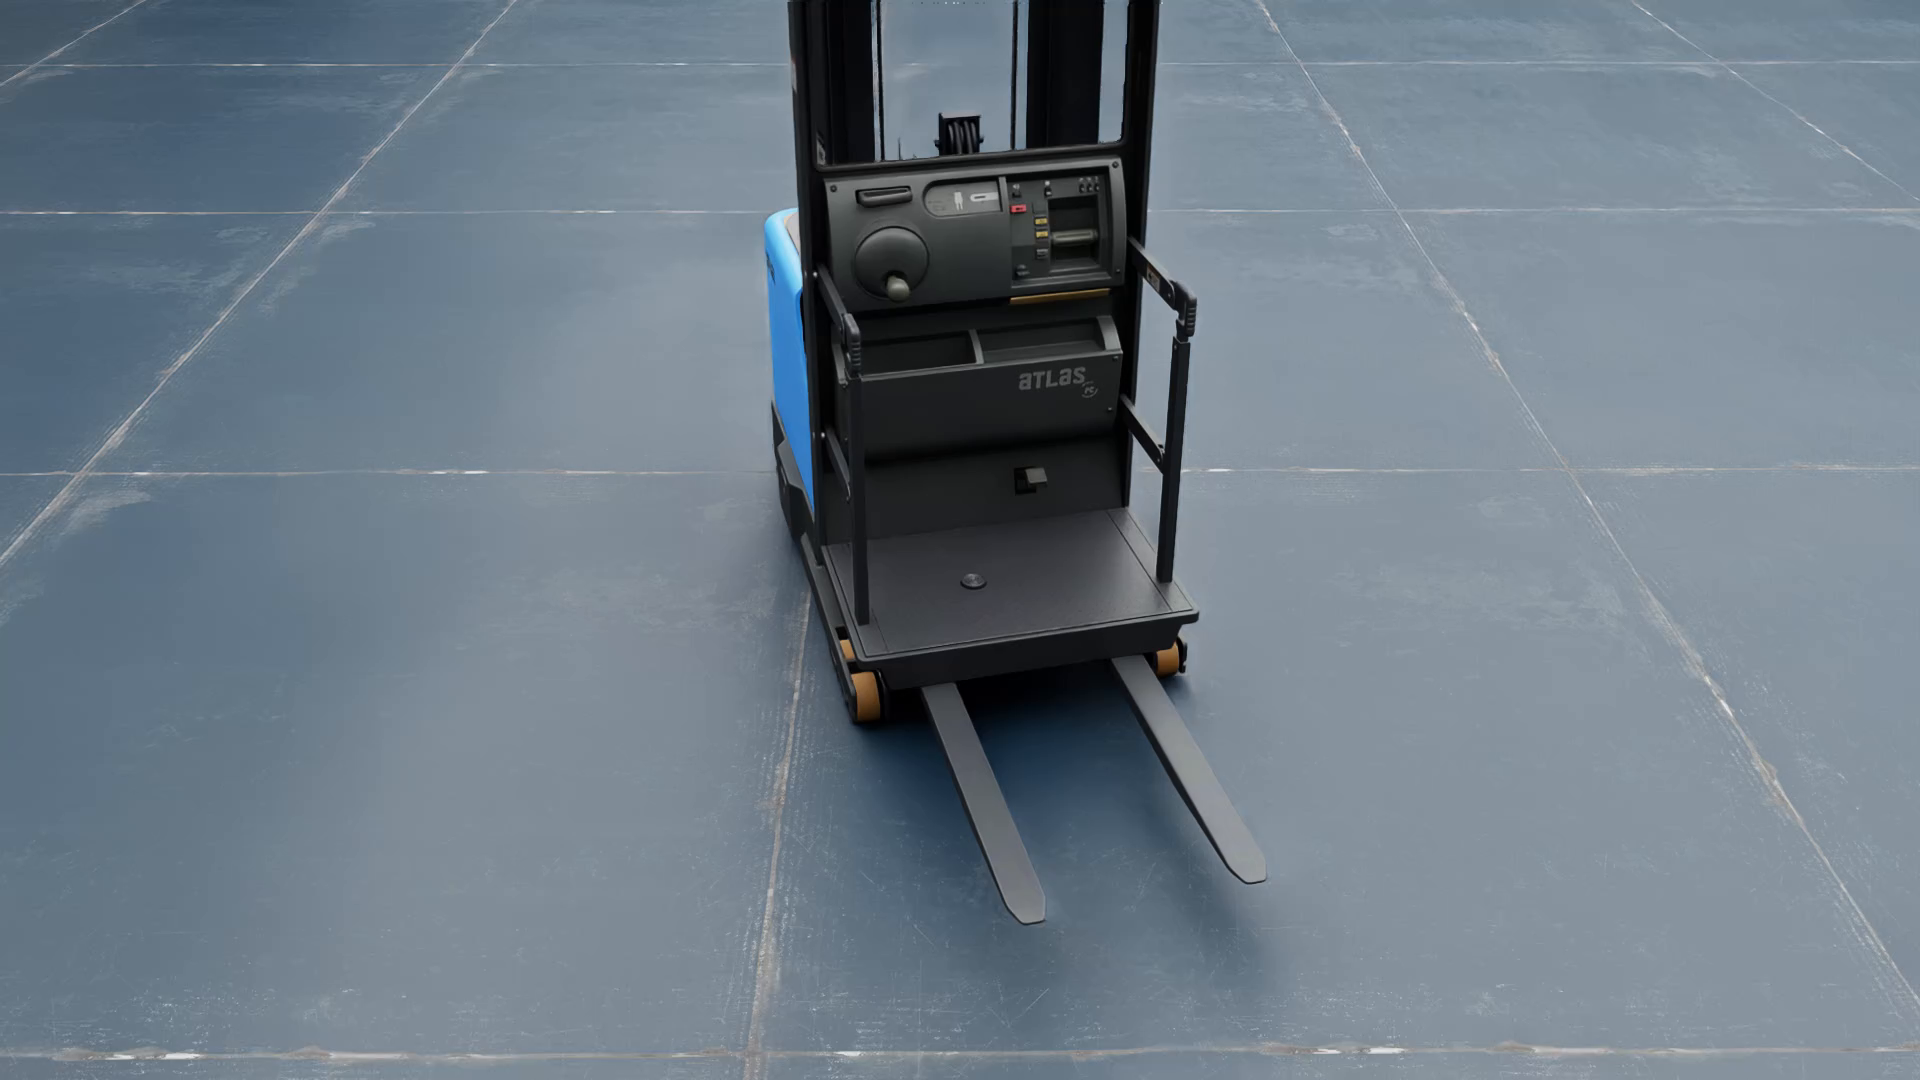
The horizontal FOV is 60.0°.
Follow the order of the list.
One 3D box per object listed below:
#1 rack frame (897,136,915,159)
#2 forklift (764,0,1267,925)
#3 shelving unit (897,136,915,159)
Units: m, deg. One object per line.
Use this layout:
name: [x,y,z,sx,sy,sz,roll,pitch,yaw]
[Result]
rack frame: [-0.205,-1.017,6.761,0.006,1.200,0.240,-9,30,-15]
forklift: [0.111,-0.892,4.895,1.130,2.935,3.031,-7,32,-12]
shelving unit: [-0.292,-1.003,6.737,0.189,1.200,0.258,-9,30,-15]
